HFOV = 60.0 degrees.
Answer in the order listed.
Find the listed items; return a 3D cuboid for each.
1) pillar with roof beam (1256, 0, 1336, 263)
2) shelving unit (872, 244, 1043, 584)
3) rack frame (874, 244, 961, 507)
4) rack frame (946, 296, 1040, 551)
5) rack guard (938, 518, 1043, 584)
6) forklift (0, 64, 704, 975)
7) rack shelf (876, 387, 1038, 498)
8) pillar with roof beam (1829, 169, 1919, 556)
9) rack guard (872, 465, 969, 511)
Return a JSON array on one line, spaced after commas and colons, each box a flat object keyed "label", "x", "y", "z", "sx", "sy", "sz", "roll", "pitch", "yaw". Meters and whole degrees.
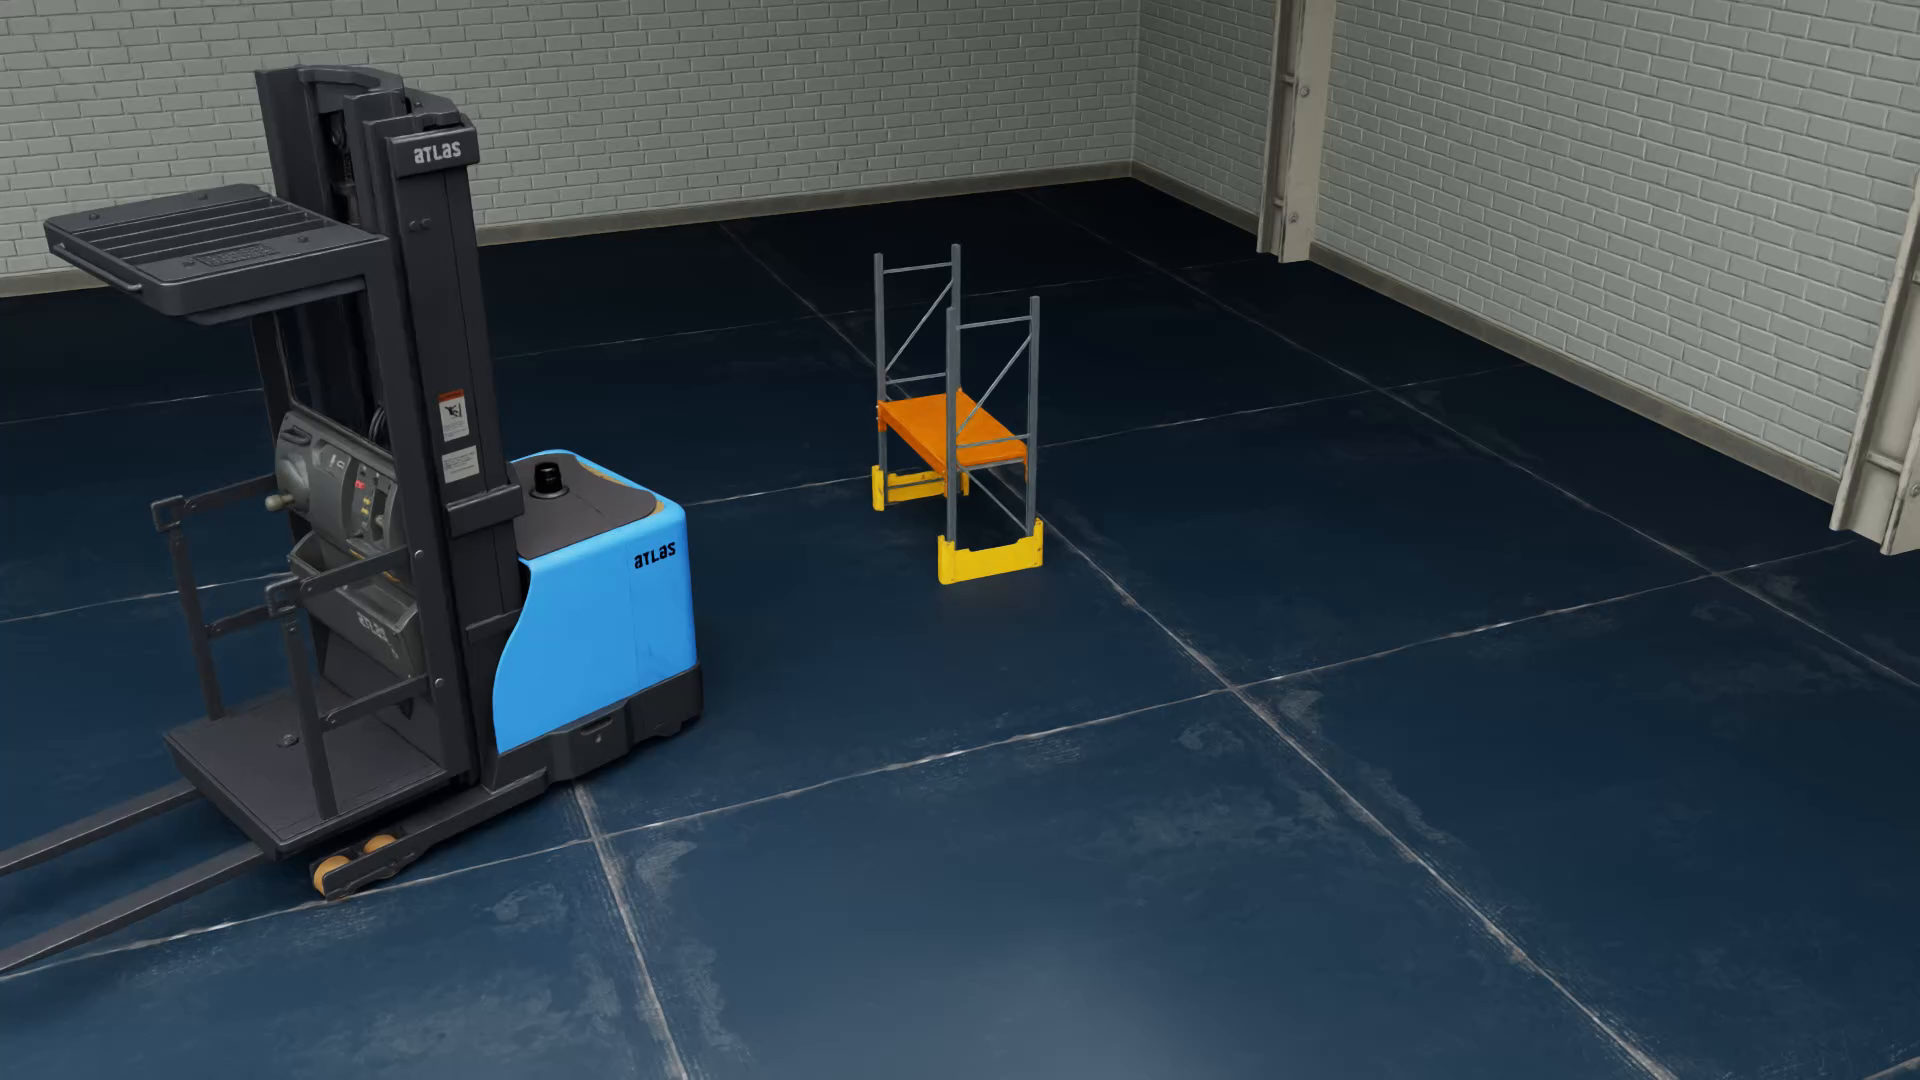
[{"label": "pillar with roof beam", "x": -1.186, "y": -5.746, "z": 10.761, "sx": 9.100, "sy": 9.000, "sz": 0.400, "roll": -11, "pitch": 28, "yaw": -21}, {"label": "shelving unit", "x": -0.030, "y": -0.705, "z": 8.984, "sx": 0.587, "sy": 1.500, "sz": 1.083, "roll": -11, "pitch": 28, "yaw": -21}, {"label": "rack frame", "x": -0.232, "y": -0.914, "z": 9.412, "sx": 0.500, "sy": 1.500, "sz": 0.032, "roll": -11, "pitch": 28, "yaw": -21}, {"label": "rack frame", "x": 0.166, "y": -0.503, "z": 8.571, "sx": 0.500, "sy": 1.500, "sz": 0.032, "roll": -11, "pitch": 28, "yaw": -21}, {"label": "rack guard", "x": 0.165, "y": 0.058, "z": 8.846, "sx": 0.587, "sy": 0.250, "sz": 0.087, "roll": -11, "pitch": 28, "yaw": -21}, {"label": "forklift", "x": -2.553, "y": -0.185, "z": 6.287, "sx": 1.130, "sy": 2.935, "sz": 3.031, "roll": 23, "pitch": 34, "yaw": 39}, {"label": "rack shelf", "x": -0.033, "y": -0.547, "z": 9.070, "sx": 0.538, "sy": 0.185, "sz": 1.000, "roll": -11, "pitch": 28, "yaw": -21}, {"label": "pillar with roof beam", "x": 1.164, "y": -3.323, "z": 5.800, "sx": 9.100, "sy": 9.000, "sz": 0.400, "roll": -11, "pitch": 28, "yaw": -21}, {"label": "rack guard", "x": -0.225, "y": -0.344, "z": 9.670, "sx": 0.587, "sy": 0.250, "sz": 0.087, "roll": -11, "pitch": 28, "yaw": -21}]
